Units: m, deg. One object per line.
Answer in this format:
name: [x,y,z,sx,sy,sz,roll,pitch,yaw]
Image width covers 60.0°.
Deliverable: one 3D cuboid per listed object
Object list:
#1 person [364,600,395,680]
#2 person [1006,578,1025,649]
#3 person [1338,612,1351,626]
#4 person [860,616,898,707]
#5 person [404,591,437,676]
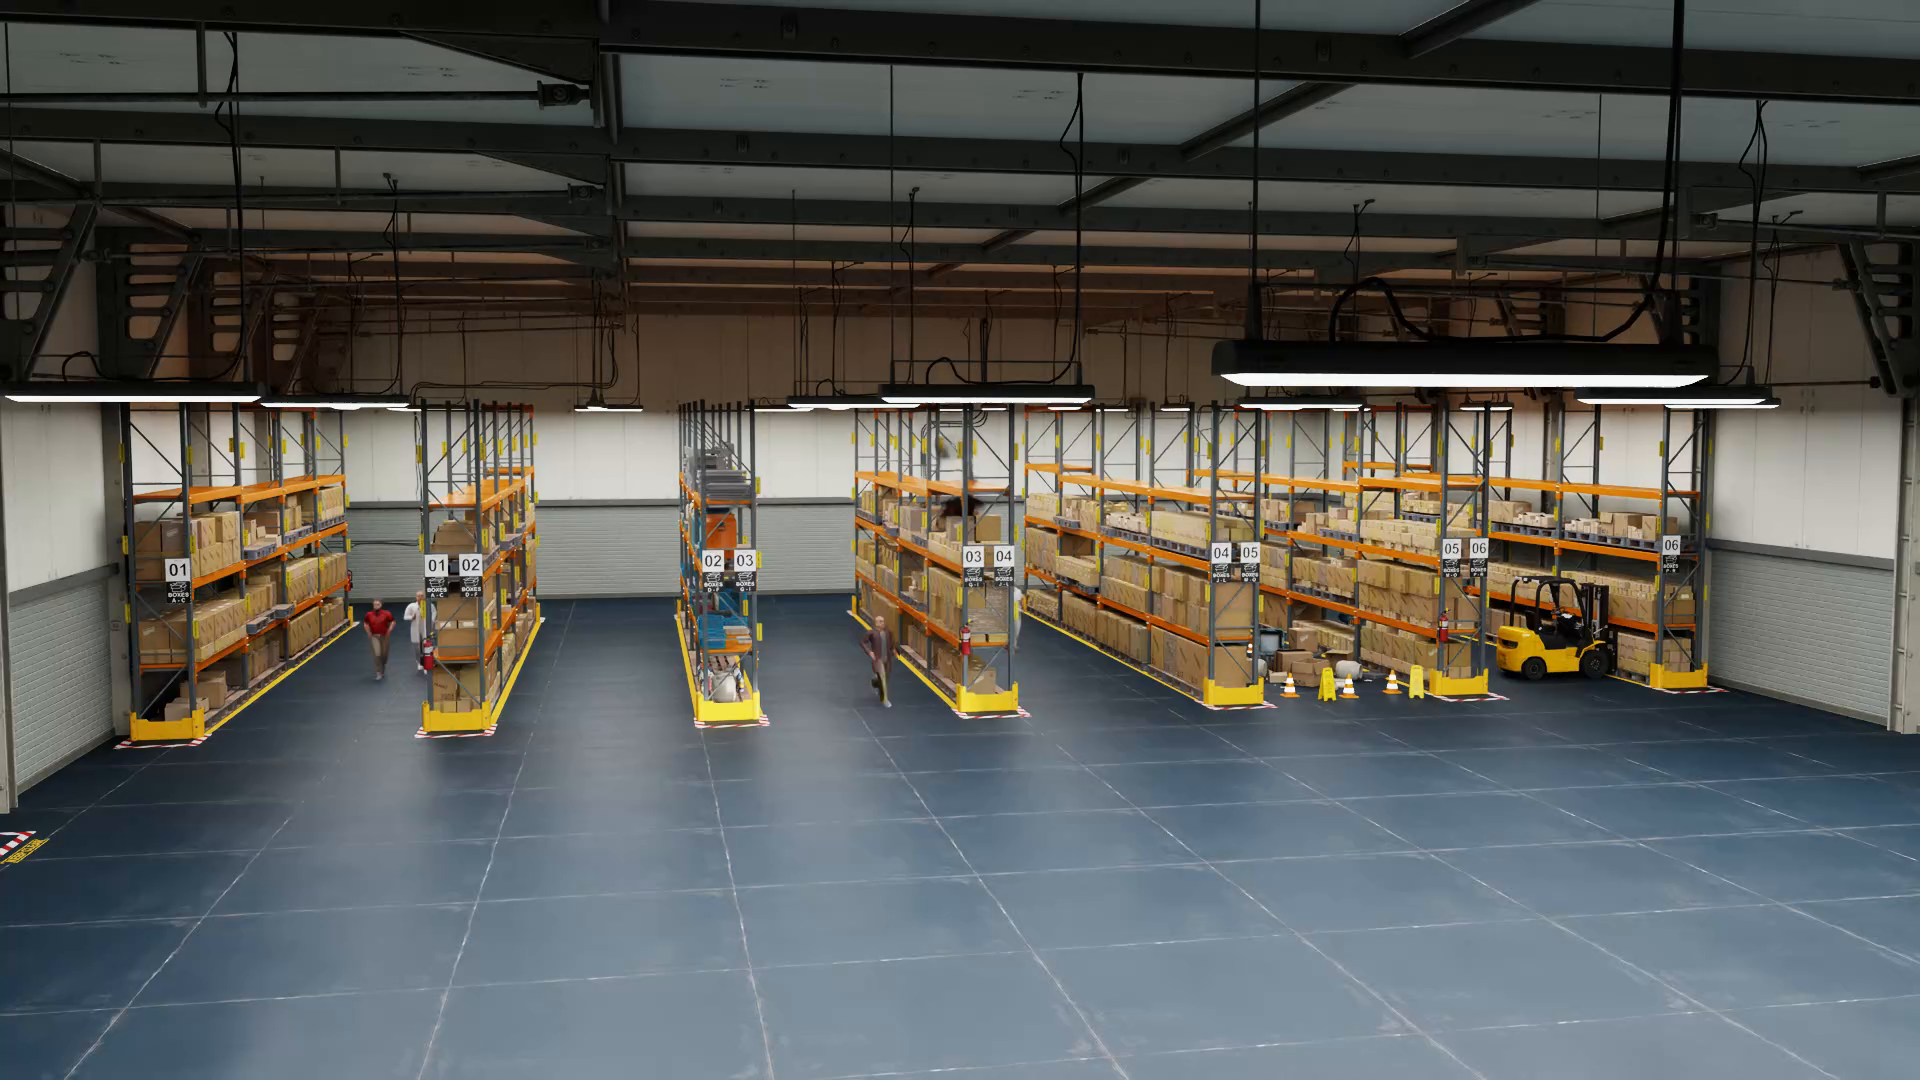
person: [-12.616,2.155,36.166,0.658,1.744,0.786,-1,5,-17]
person: [1.279,1.788,40.865,0.711,1.748,0.738,-2,5,-22]
person: [10.040,1.701,43.030,0.520,1.554,0.533,-1,4,-16]
person: [-1.602,2.390,32.841,0.711,1.750,0.880,-3,5,-33]
person: [-11.938,2.043,36.811,0.696,1.828,0.917,-1,5,-18]
